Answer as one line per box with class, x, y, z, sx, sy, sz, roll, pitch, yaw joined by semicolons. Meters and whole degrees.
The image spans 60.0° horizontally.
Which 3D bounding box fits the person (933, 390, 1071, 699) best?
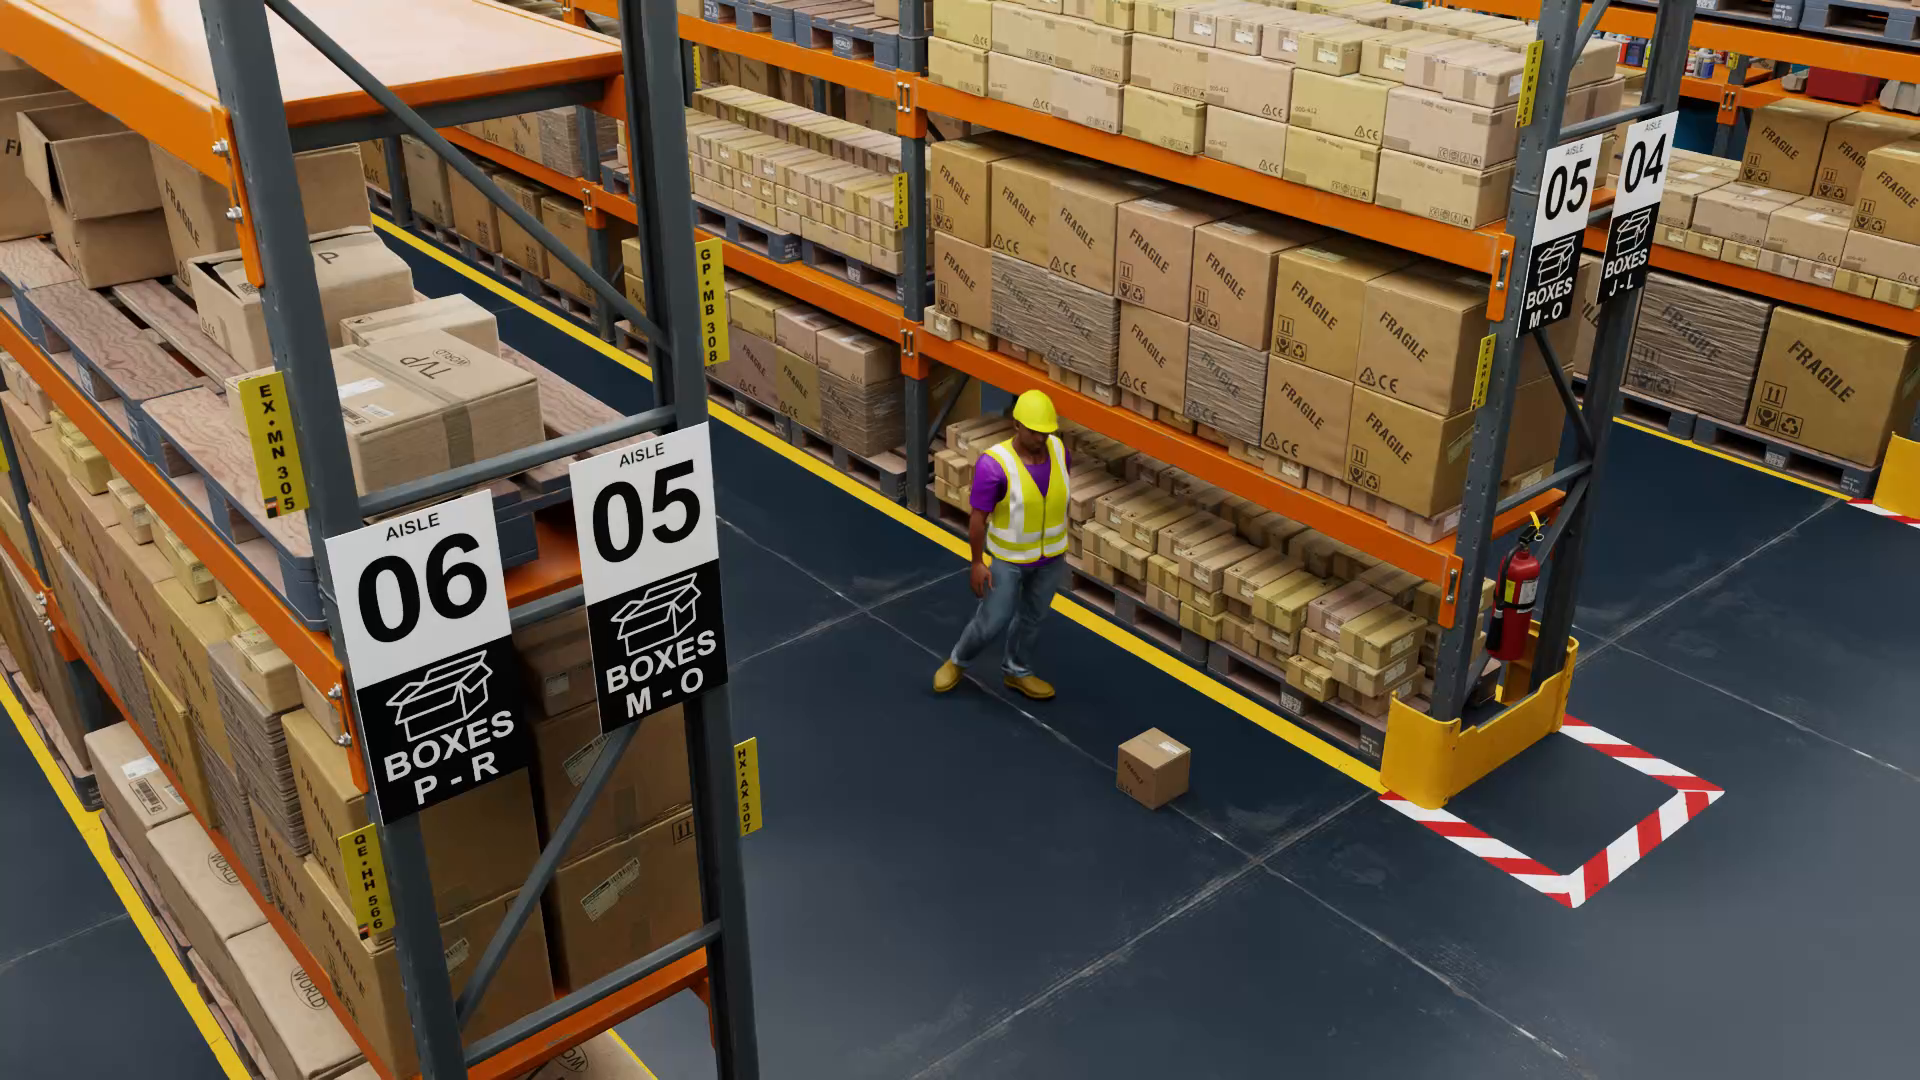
person;0.235;0.044;8.489;0.733;1.758;0.524;-14;31;-24
